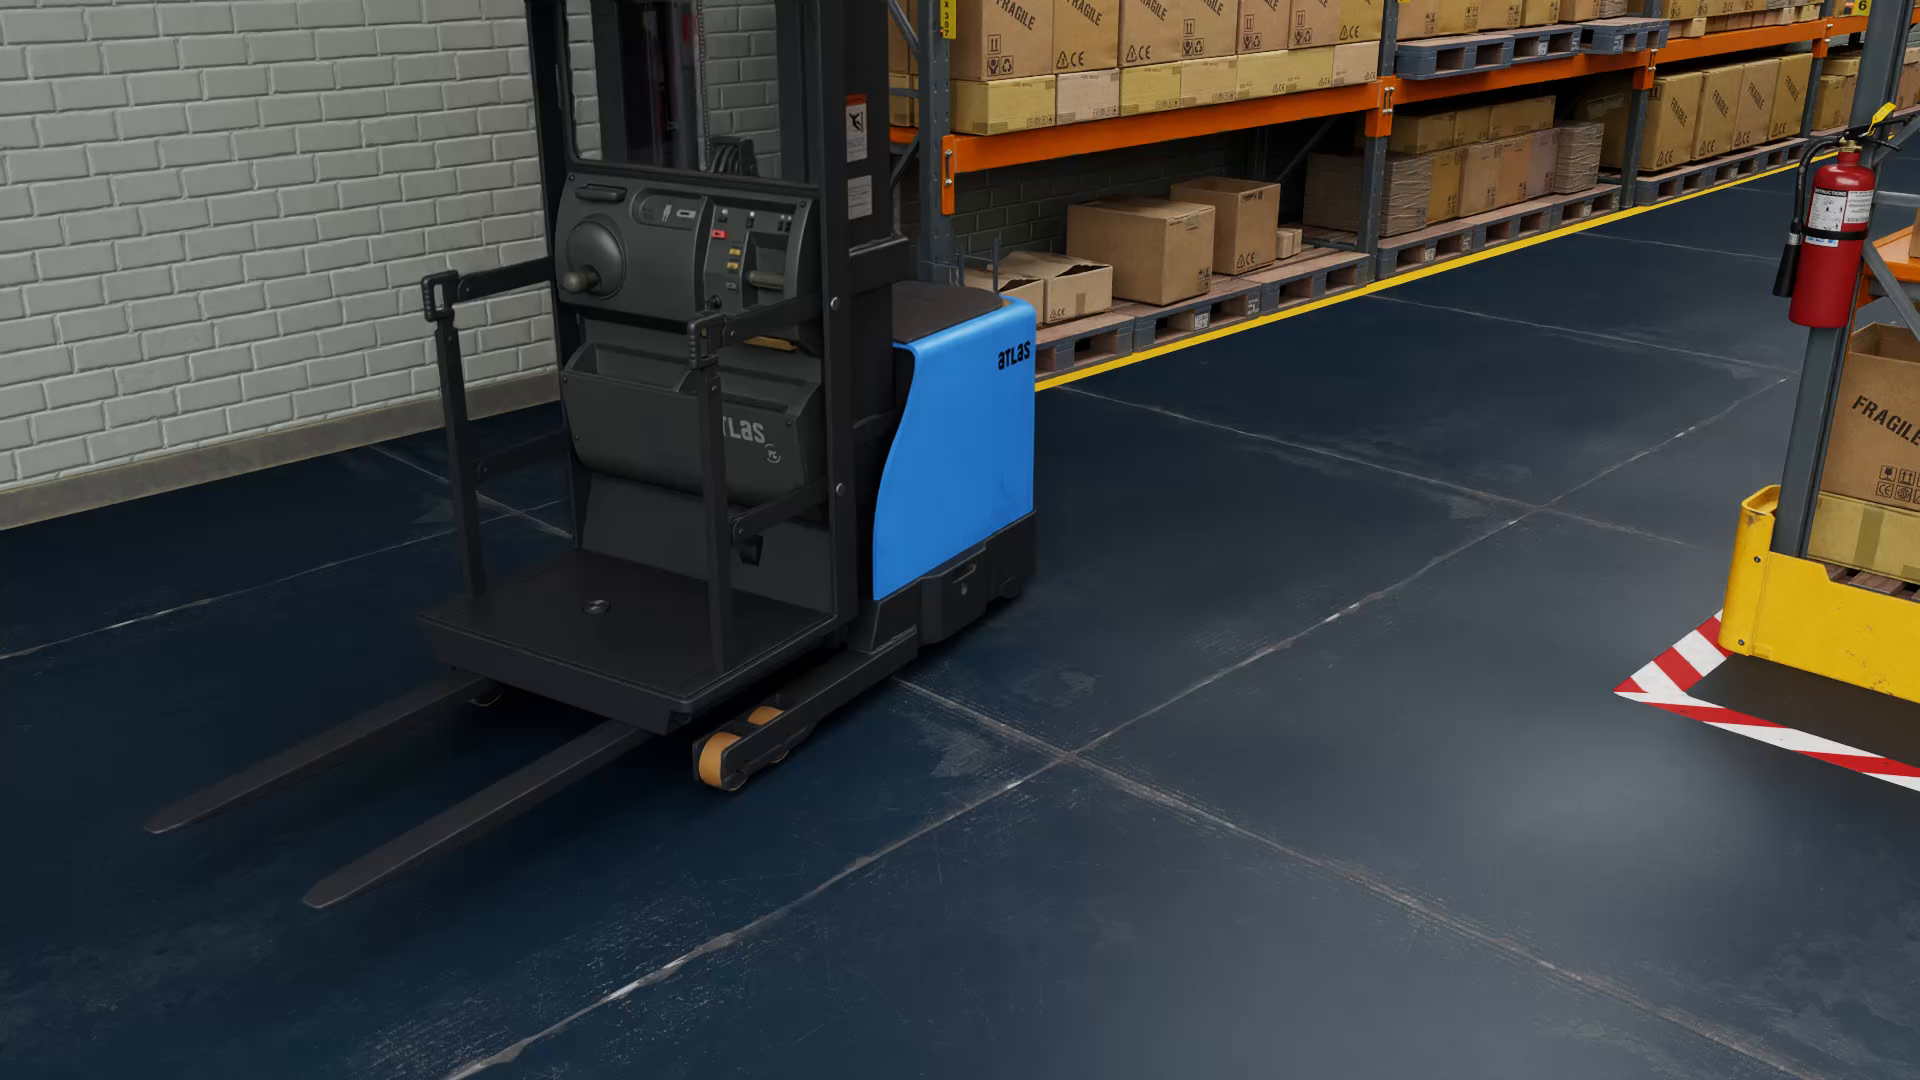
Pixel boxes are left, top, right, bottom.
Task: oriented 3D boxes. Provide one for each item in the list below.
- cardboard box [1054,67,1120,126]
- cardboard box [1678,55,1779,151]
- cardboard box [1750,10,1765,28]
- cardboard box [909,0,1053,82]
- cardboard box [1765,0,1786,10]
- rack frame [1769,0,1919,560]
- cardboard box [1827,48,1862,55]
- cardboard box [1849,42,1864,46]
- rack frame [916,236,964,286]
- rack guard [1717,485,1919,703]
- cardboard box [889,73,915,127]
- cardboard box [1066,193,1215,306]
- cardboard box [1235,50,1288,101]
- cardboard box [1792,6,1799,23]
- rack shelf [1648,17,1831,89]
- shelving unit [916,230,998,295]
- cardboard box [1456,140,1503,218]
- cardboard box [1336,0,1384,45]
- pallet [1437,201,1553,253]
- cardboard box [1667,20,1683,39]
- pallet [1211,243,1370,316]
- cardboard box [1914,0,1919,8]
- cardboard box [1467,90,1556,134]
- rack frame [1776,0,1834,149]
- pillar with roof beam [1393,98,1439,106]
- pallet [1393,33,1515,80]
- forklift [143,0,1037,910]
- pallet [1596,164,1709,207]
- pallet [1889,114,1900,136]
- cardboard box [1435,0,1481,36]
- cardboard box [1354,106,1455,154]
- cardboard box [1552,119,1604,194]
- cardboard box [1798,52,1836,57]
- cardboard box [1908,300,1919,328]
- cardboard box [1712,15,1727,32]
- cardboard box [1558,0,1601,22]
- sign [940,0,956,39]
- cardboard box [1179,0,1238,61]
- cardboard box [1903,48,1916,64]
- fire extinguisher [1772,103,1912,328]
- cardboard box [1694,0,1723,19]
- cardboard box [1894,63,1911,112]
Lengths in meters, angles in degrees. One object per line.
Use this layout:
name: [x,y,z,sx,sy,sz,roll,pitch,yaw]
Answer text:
cardboard box: [0.473,-2.309,8.582,0.500,0.250,0.500,18,28,39]
cardboard box: [6.947,-4.035,15.302,0.750,0.750,0.750,-19,28,-40]
cardboard box: [6.974,-4.690,14.918,0.380,0.149,0.250,18,28,39]
cardboard box: [0.102,-2.523,8.095,0.500,0.500,0.500,19,28,41]
cardboard box: [7.078,-5.024,14.882,0.500,0.500,0.500,19,28,41]
rack frame: [3.105,-0.948,4.859,1.000,3.000,0.127,19,28,41]
cardboard box: [9.538,-5.248,18.043,0.250,0.149,0.380,-20,28,-41]
cardboard box: [10.242,-5.509,18.720,0.380,0.149,0.250,20,28,41]
rack frame: [-0.074,-0.533,6.288,0.240,1.200,0.006,19,28,41]
rack guard: [3.089,0.225,5.291,1.175,0.500,0.348,19,28,41]
cardboard box: [-0.259,-2.294,8.544,0.500,0.250,0.500,-20,28,-41]
cardboard box: [1.046,-1.703,9.695,0.700,0.500,0.500,17,27,37]
cardboard box: [1.537,-2.697,9.592,0.500,0.250,0.500,19,28,40]
cardboard box: [7.520,-4.879,15.411,0.250,0.149,0.380,-19,28,-40]
rack shelf: [6.530,-4.421,14.899,1.077,0.370,4.000,19,28,41]
shelving unit: [-0.010,-0.556,6.350,0.258,1.200,0.189,19,28,41]
cardboard box: [3.555,-2.713,12.323,0.700,0.500,0.500,20,28,41]
cardboard box: [2.236,-3.305,10.129,0.500,0.500,0.500,19,28,41]
pallet: [3.737,-2.429,12.599,1.003,0.211,1.213,19,28,41]
cardboard box: [5.712,-4.224,13.706,0.250,0.149,0.380,-20,29,-41]
pallet: [1.901,-1.732,10.785,1.003,0.211,1.213,19,28,41]
cardboard box: [9.867,-6.116,17.888,0.980,0.700,0.700,19,28,40]
cardboard box: [4.227,-3.303,12.812,0.500,0.250,0.500,-20,28,-41]
rack frame: [7.925,-5.271,16.108,1.000,3.000,0.127,19,28,41]
pillar with roof beam: [6.692,-5.848,9.247,9.100,9.000,0.400,19,28,41]
pallet: [2.981,-3.285,11.208,1.003,0.211,1.213,19,28,41]
forklift: [-0.933,-0.846,4.691,1.130,2.935,3.031,13,24,30]
pallet: [5.738,-3.125,14.411,1.003,0.211,1.213,19,28,41]
pallet: [9.362,-4.460,17.885,1.003,0.211,1.213,19,28,41]
cardboard box: [3.118,-3.731,11.348,0.500,0.500,0.700,-17,27,-37]
cardboard box: [3.150,-2.911,11.792,0.500,0.250,0.500,19,28,40]
cardboard box: [4.669,-3.083,13.287,0.500,0.500,0.700,-20,29,-41]
cardboard box: [9.003,-5.051,17.529,0.380,0.149,0.250,20,28,41]
cardboard box: [3.953,-0.683,6.373,0.500,0.500,0.500,19,28,41]
cardboard box: [6.408,-4.499,14.422,0.250,0.149,0.380,-20,28,-41]
cardboard box: [4.443,-4.221,12.623,0.700,0.500,0.500,16,26,36]
sign: [-0.058,-2.455,7.574,0.100,0.325,0.005,19,28,41]
cardboard box: [1.170,-2.915,9.113,0.500,0.500,0.500,-19,28,-40]
cardboard box: [10.162,-5.282,18.130,0.250,0.149,0.380,-19,28,-41]
fire extinguisher: [2.690,-0.997,5.096,0.296,0.674,0.183,19,28,41]
cardboard box: [6.029,-4.631,13.860,0.500,0.500,0.500,-19,28,-40]
cardboard box: [9.950,-4.995,18.288,0.700,0.500,0.500,19,28,40]
